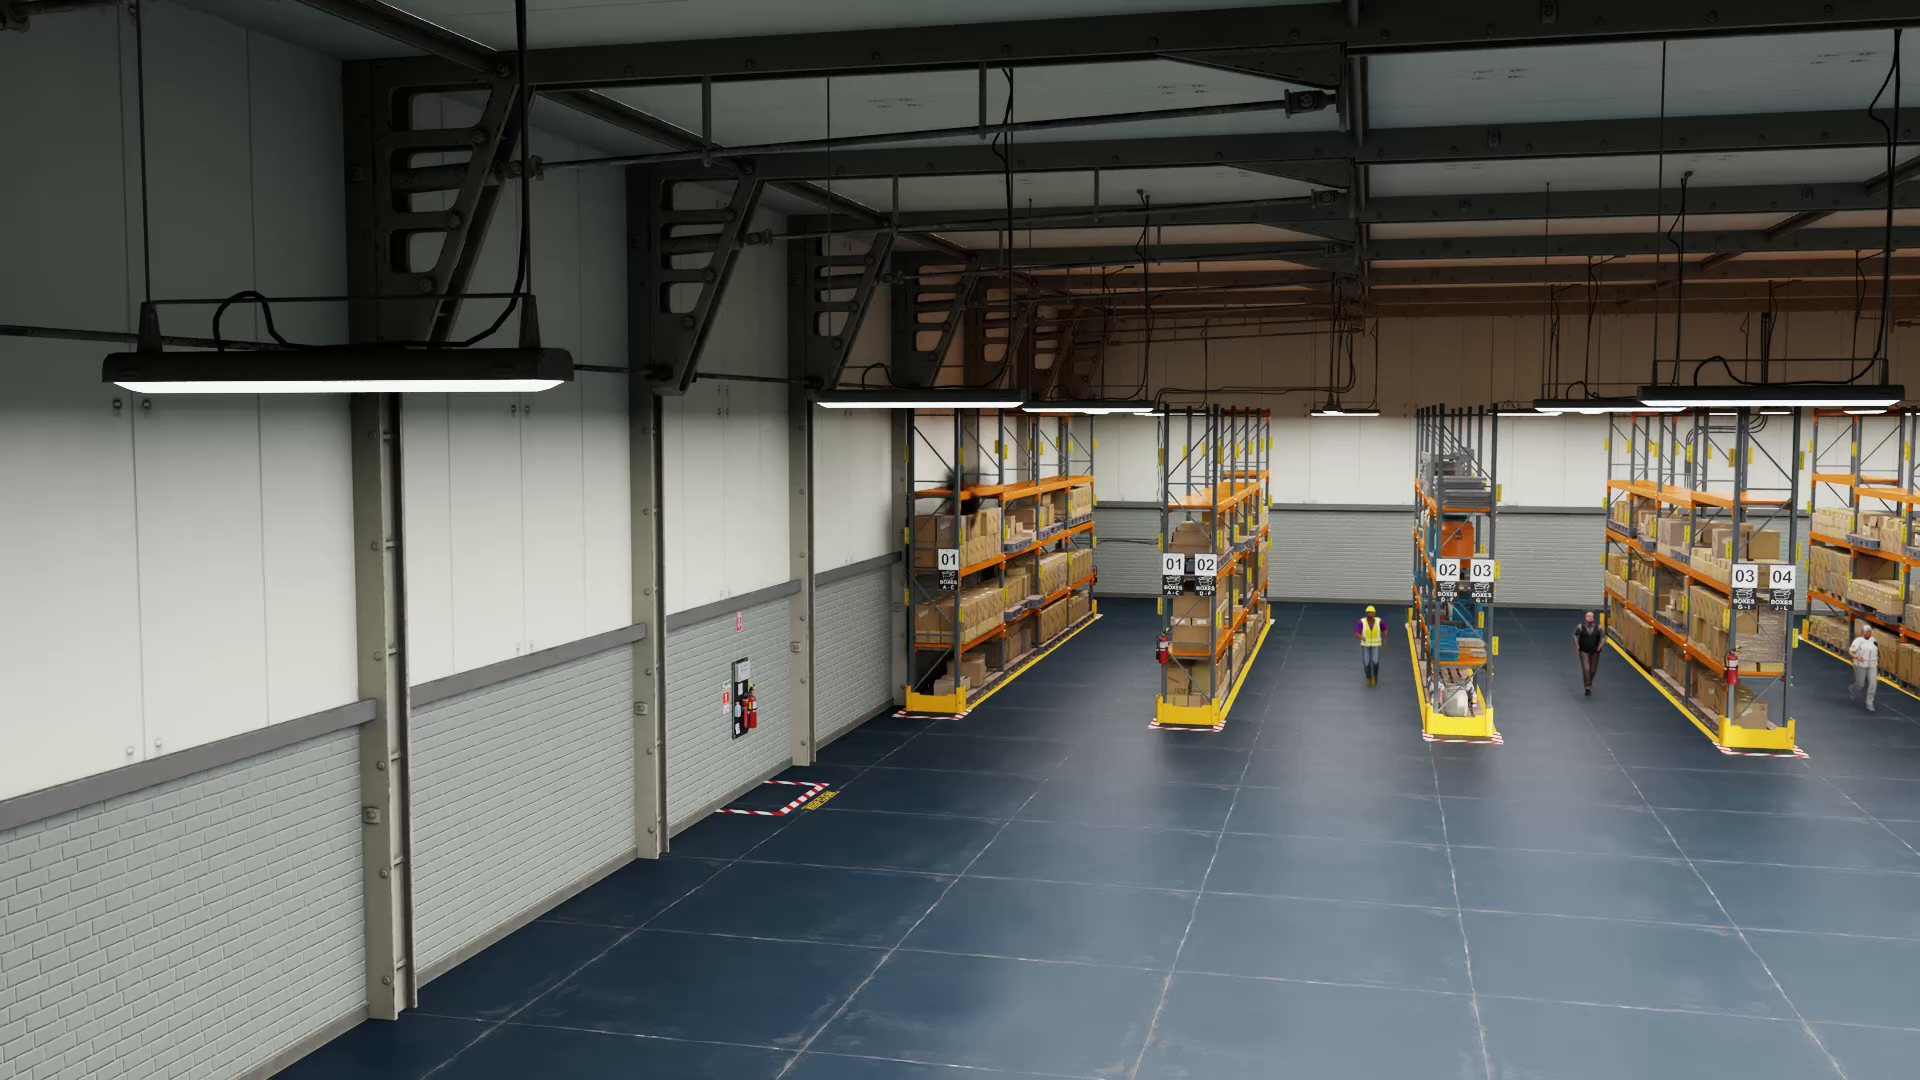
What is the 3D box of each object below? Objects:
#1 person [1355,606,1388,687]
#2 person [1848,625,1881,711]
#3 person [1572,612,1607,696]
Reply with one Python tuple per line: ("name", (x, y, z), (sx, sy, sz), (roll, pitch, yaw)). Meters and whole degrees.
("person", (8.757, 2.266, 35.418), (0.673, 1.737, 0.756), (1, 4, 15))
("person", (17.934, 2.514, 32.968), (0.599, 1.667, 0.841), (0, 4, 6))
("person", (13.138, 2.354, 34.737), (0.673, 1.718, 0.849), (1, 4, 12))
